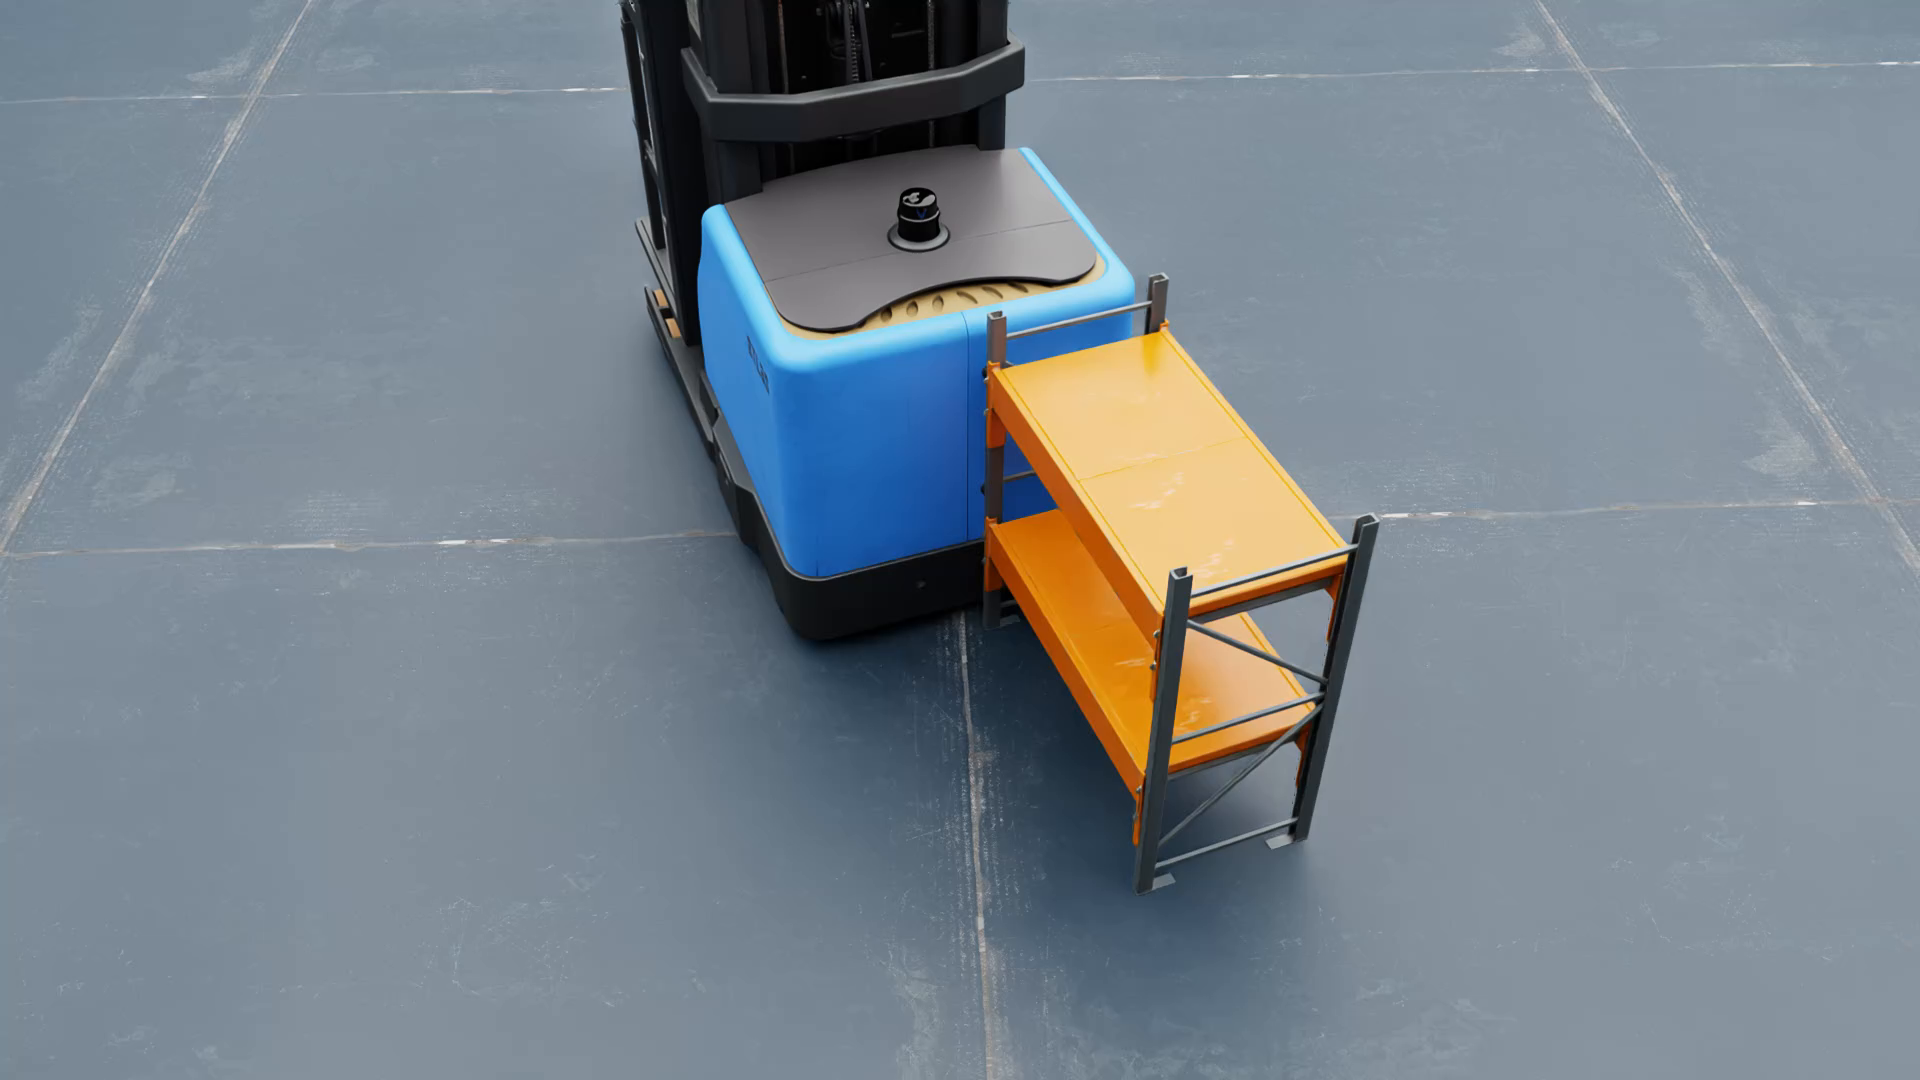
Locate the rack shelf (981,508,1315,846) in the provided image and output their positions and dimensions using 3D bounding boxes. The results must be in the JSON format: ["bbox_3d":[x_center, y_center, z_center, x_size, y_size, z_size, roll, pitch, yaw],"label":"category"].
[{"bbox_3d":[0.493,0.287,4.466,0.538,0.278,1.000,-15,45,-16],"label":"rack shelf"}]

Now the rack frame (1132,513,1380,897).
[{"bbox_3d":[0.680,0.426,3.953,0.500,1.125,0.032,-15,45,-16],"label":"rack frame"}]

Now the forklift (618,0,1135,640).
[{"bbox_3d":[-0.500,-1.799,5.043,1.130,2.935,3.031,-14,44,-15],"label":"forklift"}]

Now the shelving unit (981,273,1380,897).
[{"bbox_3d":[0.493,0.107,4.301,0.538,1.125,1.048,-15,45,-16],"label":"shelving unit"}]

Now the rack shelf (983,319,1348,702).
[{"bbox_3d":[0.493,-0.109,4.103,0.538,0.278,1.000,-15,45,-16],"label":"rack shelf"}]

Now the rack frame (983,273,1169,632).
[{"bbox_3d":[0.306,-0.213,4.650,0.500,1.125,0.032,-15,45,-16],"label":"rack frame"}]
